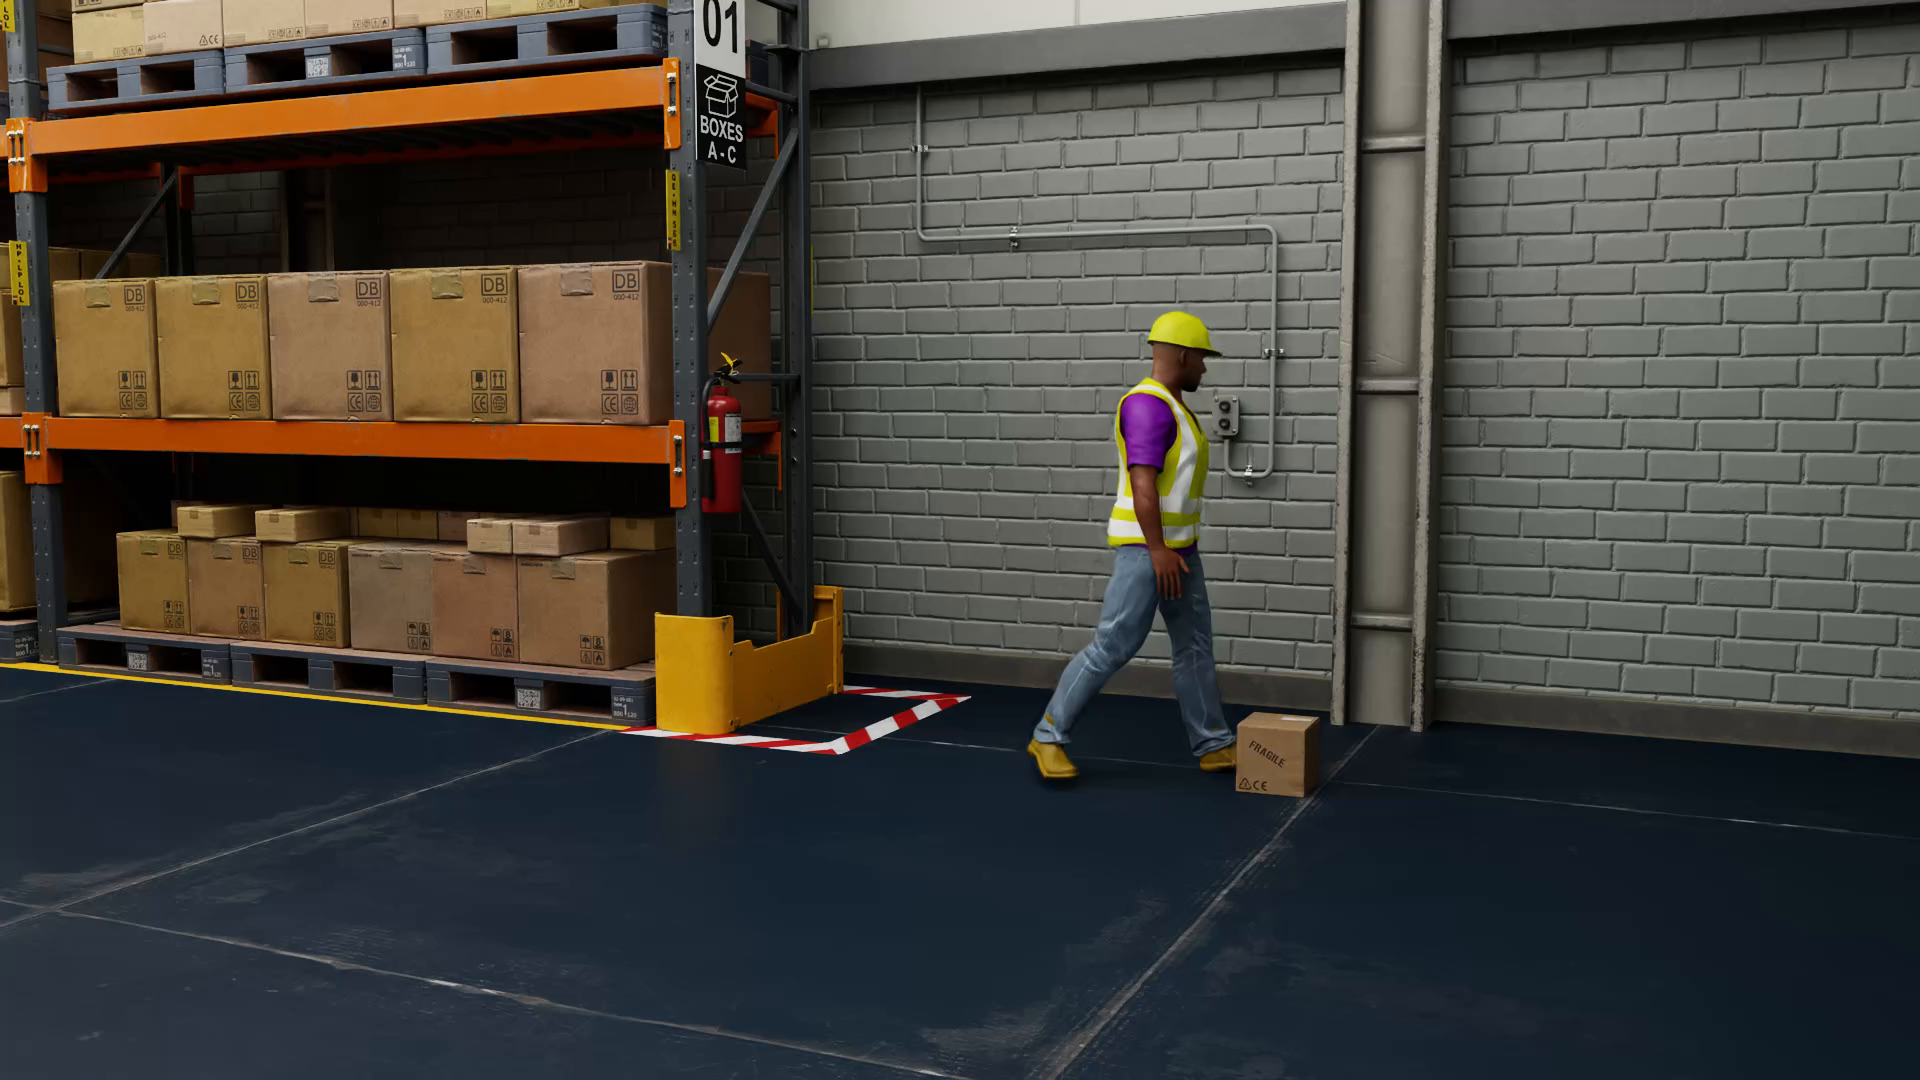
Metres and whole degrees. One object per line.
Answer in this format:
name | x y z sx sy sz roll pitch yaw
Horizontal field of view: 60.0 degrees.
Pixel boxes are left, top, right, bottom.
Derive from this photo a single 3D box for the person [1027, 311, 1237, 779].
person | 0.724 0.027 6.214 0.883 1.751 0.684 2 6 22
